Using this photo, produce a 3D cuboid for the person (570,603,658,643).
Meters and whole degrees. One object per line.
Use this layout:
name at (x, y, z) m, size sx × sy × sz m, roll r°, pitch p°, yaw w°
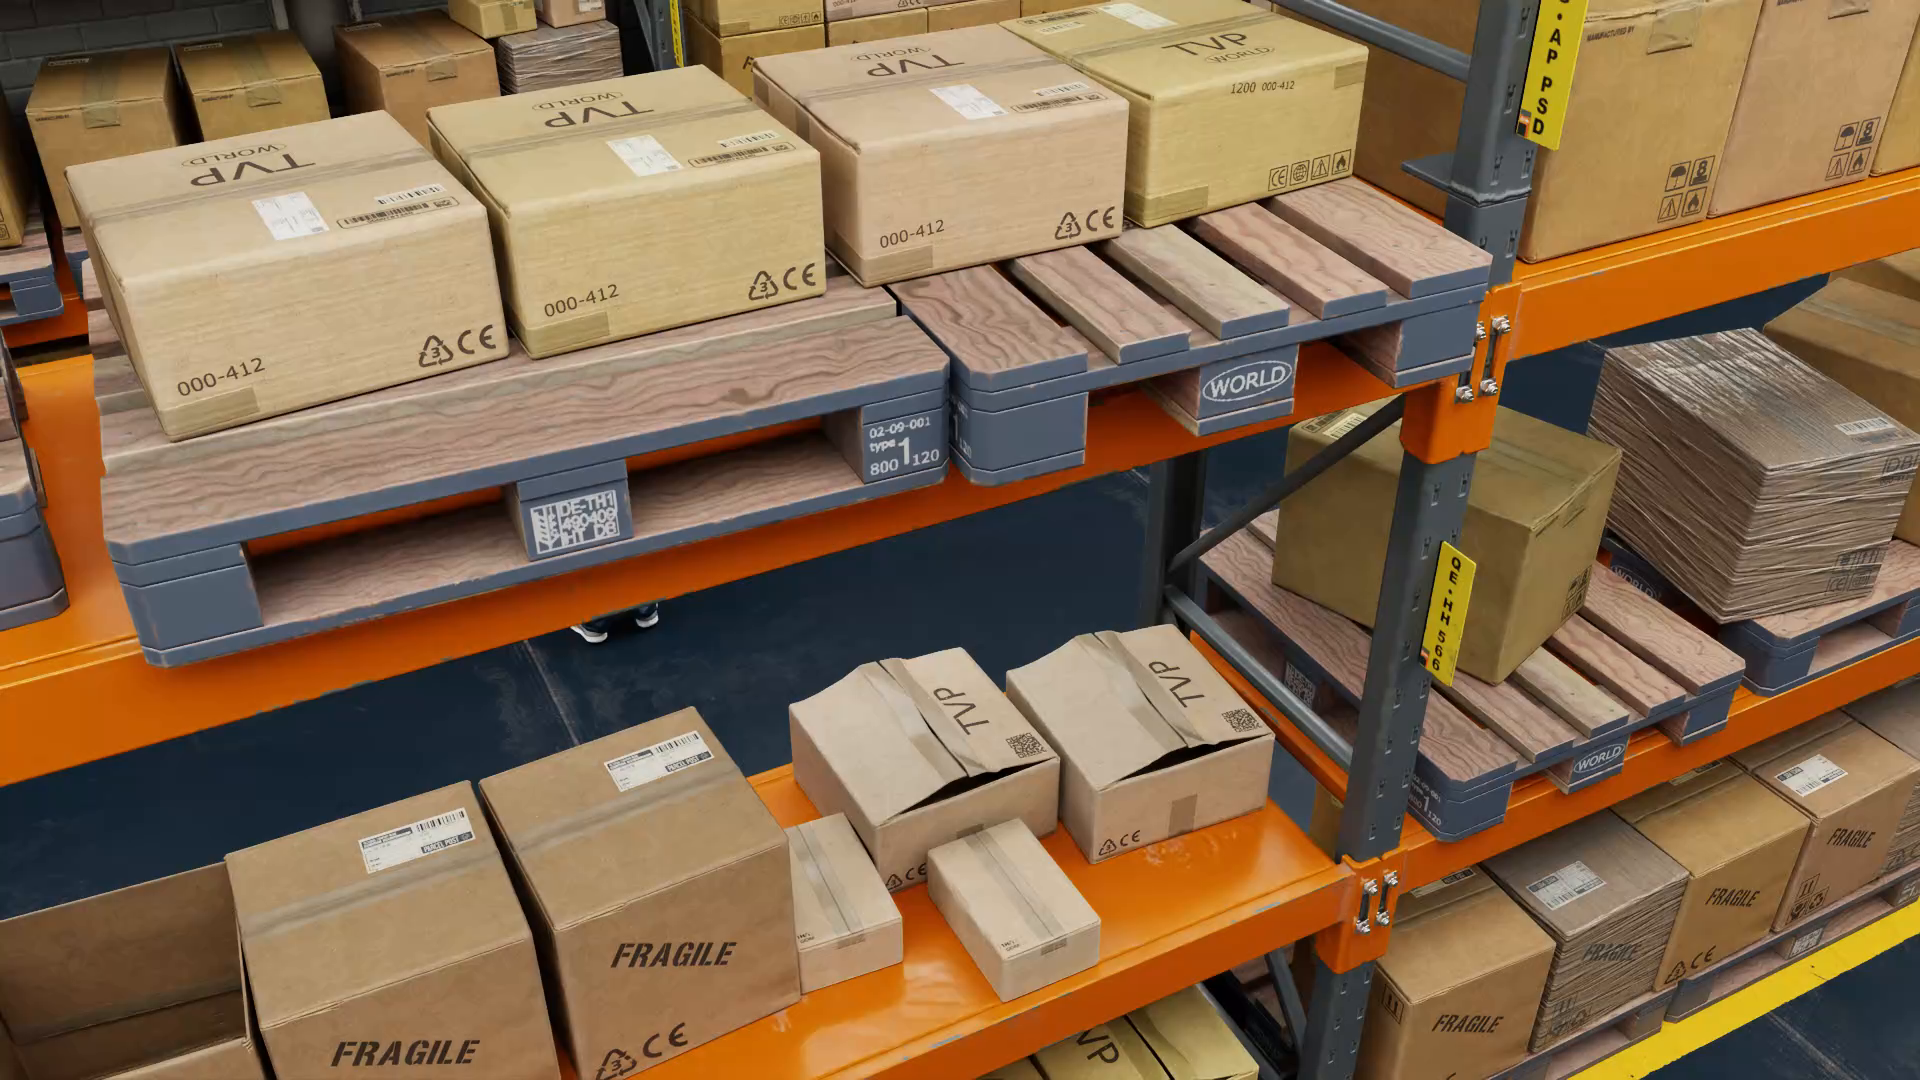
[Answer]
person at (-1.475, -0.293, 6.594) m, size 0.478 × 1.592 × 0.345 m, roll -18°, pitch 38°, yaw -26°
